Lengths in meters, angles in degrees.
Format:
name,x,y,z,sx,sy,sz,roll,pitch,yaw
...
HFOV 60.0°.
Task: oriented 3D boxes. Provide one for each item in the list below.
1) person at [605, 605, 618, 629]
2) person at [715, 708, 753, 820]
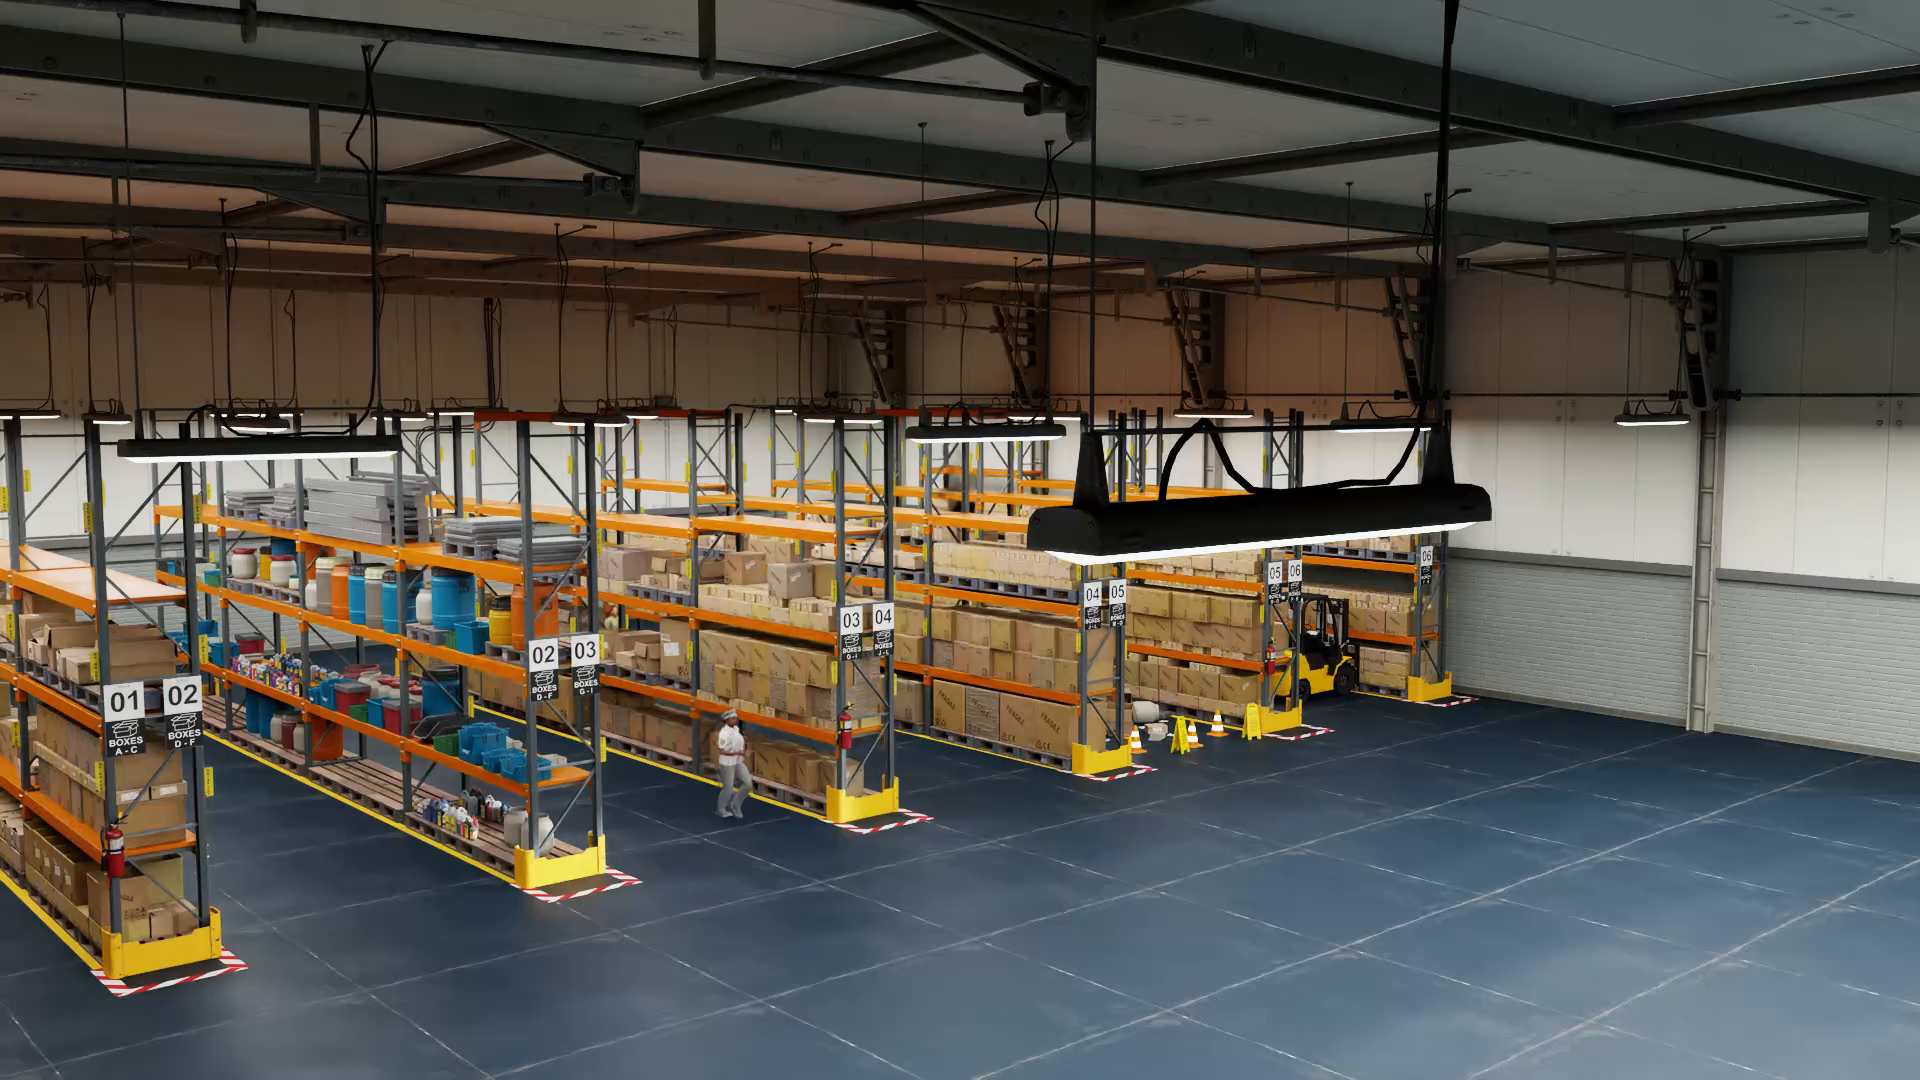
name,x,y,z,sx,sy,sz,roll,pitch,yaw
person,-7.645,2.243,37.012,0.592,1.613,0.801,-4,6,-37
person,-3.359,3.334,24.672,0.681,1.698,0.548,3,6,34
